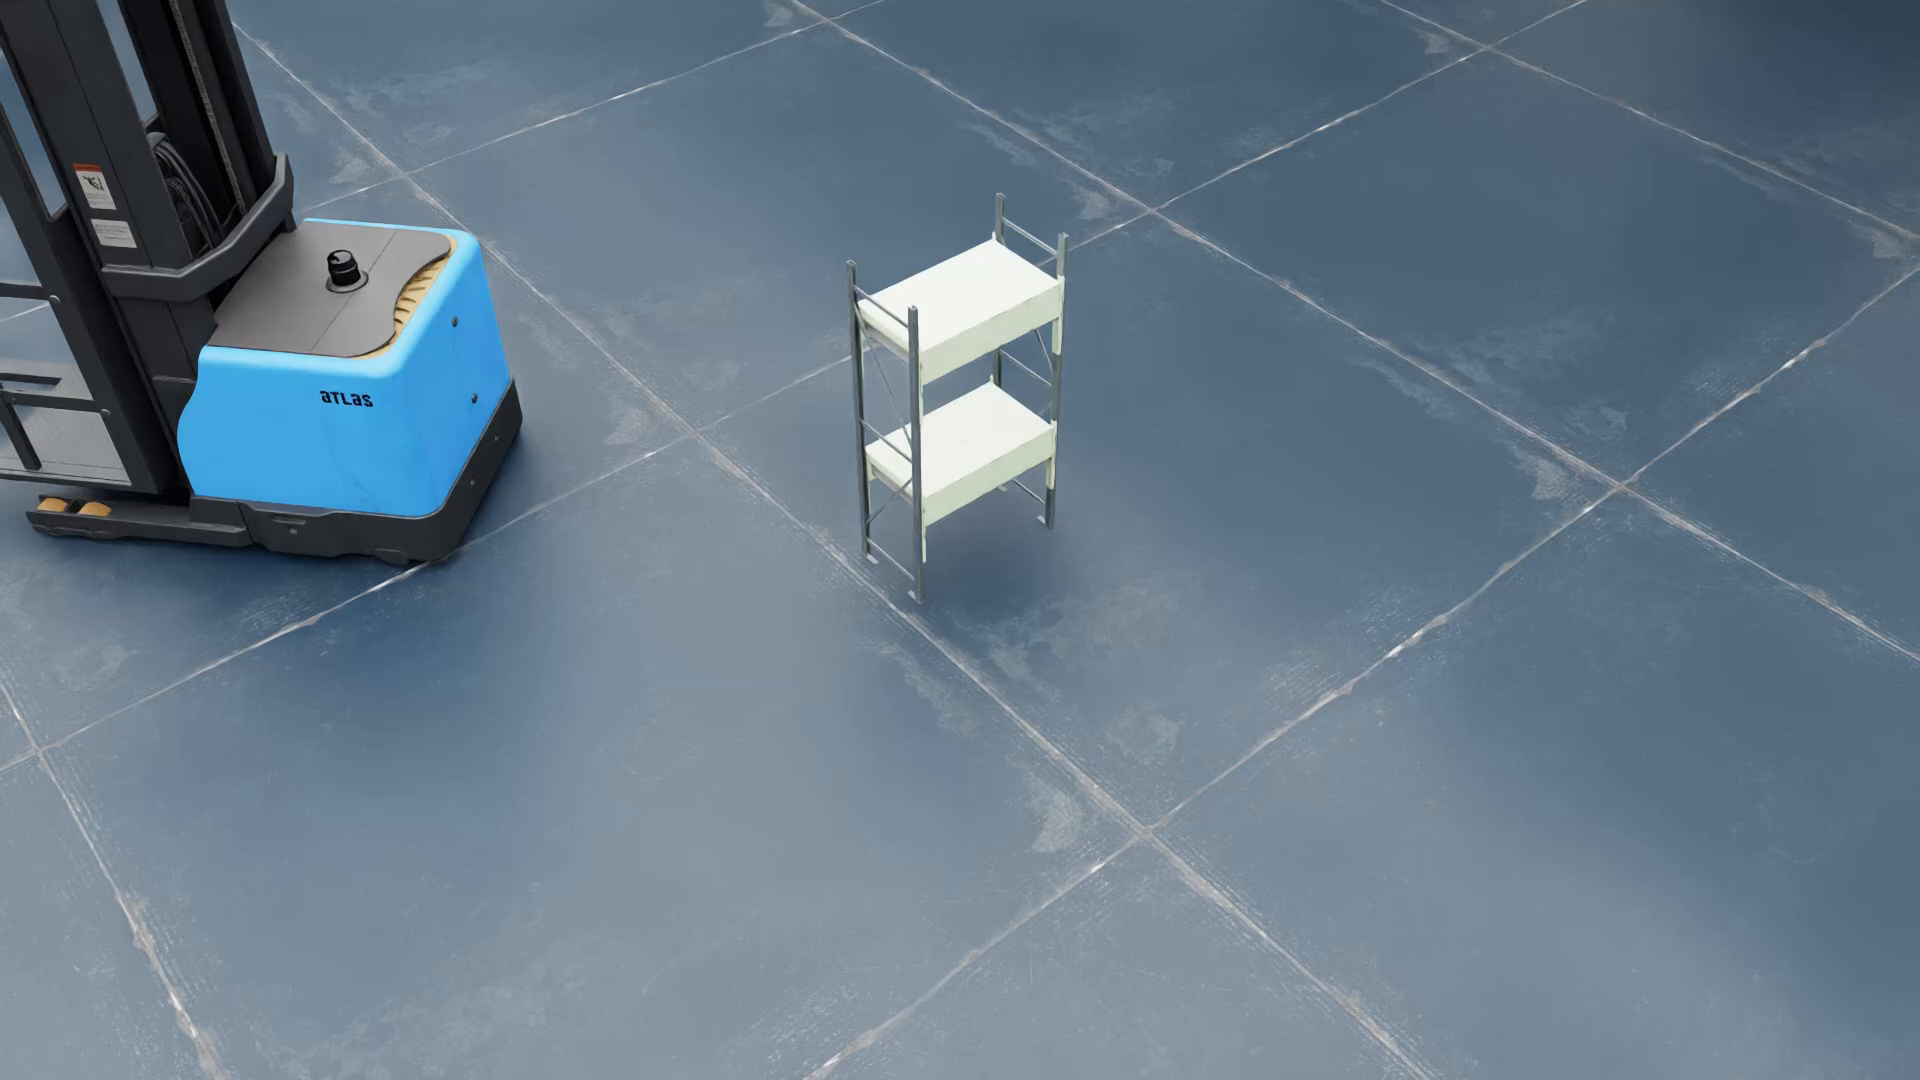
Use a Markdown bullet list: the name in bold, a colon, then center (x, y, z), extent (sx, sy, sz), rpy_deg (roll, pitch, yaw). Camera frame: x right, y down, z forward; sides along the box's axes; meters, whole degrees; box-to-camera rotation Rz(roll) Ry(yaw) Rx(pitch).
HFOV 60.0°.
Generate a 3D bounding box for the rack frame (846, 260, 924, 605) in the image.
- **rack frame**: center (-0.286, -0.383, 6.562), extent (0.023, 1.500, 0.400), rpy_deg (-30, 51, -28)

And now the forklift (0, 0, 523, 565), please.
- **forklift**: center (-3.594, -1.422, 6.623), extent (3.031, 2.935, 1.130), rpy_deg (6, 43, 6)

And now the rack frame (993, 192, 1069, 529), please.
- **rack frame**: center (0.276, -0.705, 6.905), extent (0.023, 1.500, 0.400), rpy_deg (-30, 51, -28)

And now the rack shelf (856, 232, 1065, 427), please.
- **rack shelf**: center (-0.005, -0.828, 6.466), extent (0.720, 0.370, 0.431), rpy_deg (-30, 51, -28)

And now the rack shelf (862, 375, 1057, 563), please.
- **rack shelf**: center (-0.005, -0.306, 6.957), extent (0.720, 0.370, 0.431), rpy_deg (-30, 51, -28)

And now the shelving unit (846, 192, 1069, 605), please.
- **shelving unit**: center (-0.005, -0.544, 6.733), extent (0.755, 1.500, 0.431), rpy_deg (-30, 51, -28)
